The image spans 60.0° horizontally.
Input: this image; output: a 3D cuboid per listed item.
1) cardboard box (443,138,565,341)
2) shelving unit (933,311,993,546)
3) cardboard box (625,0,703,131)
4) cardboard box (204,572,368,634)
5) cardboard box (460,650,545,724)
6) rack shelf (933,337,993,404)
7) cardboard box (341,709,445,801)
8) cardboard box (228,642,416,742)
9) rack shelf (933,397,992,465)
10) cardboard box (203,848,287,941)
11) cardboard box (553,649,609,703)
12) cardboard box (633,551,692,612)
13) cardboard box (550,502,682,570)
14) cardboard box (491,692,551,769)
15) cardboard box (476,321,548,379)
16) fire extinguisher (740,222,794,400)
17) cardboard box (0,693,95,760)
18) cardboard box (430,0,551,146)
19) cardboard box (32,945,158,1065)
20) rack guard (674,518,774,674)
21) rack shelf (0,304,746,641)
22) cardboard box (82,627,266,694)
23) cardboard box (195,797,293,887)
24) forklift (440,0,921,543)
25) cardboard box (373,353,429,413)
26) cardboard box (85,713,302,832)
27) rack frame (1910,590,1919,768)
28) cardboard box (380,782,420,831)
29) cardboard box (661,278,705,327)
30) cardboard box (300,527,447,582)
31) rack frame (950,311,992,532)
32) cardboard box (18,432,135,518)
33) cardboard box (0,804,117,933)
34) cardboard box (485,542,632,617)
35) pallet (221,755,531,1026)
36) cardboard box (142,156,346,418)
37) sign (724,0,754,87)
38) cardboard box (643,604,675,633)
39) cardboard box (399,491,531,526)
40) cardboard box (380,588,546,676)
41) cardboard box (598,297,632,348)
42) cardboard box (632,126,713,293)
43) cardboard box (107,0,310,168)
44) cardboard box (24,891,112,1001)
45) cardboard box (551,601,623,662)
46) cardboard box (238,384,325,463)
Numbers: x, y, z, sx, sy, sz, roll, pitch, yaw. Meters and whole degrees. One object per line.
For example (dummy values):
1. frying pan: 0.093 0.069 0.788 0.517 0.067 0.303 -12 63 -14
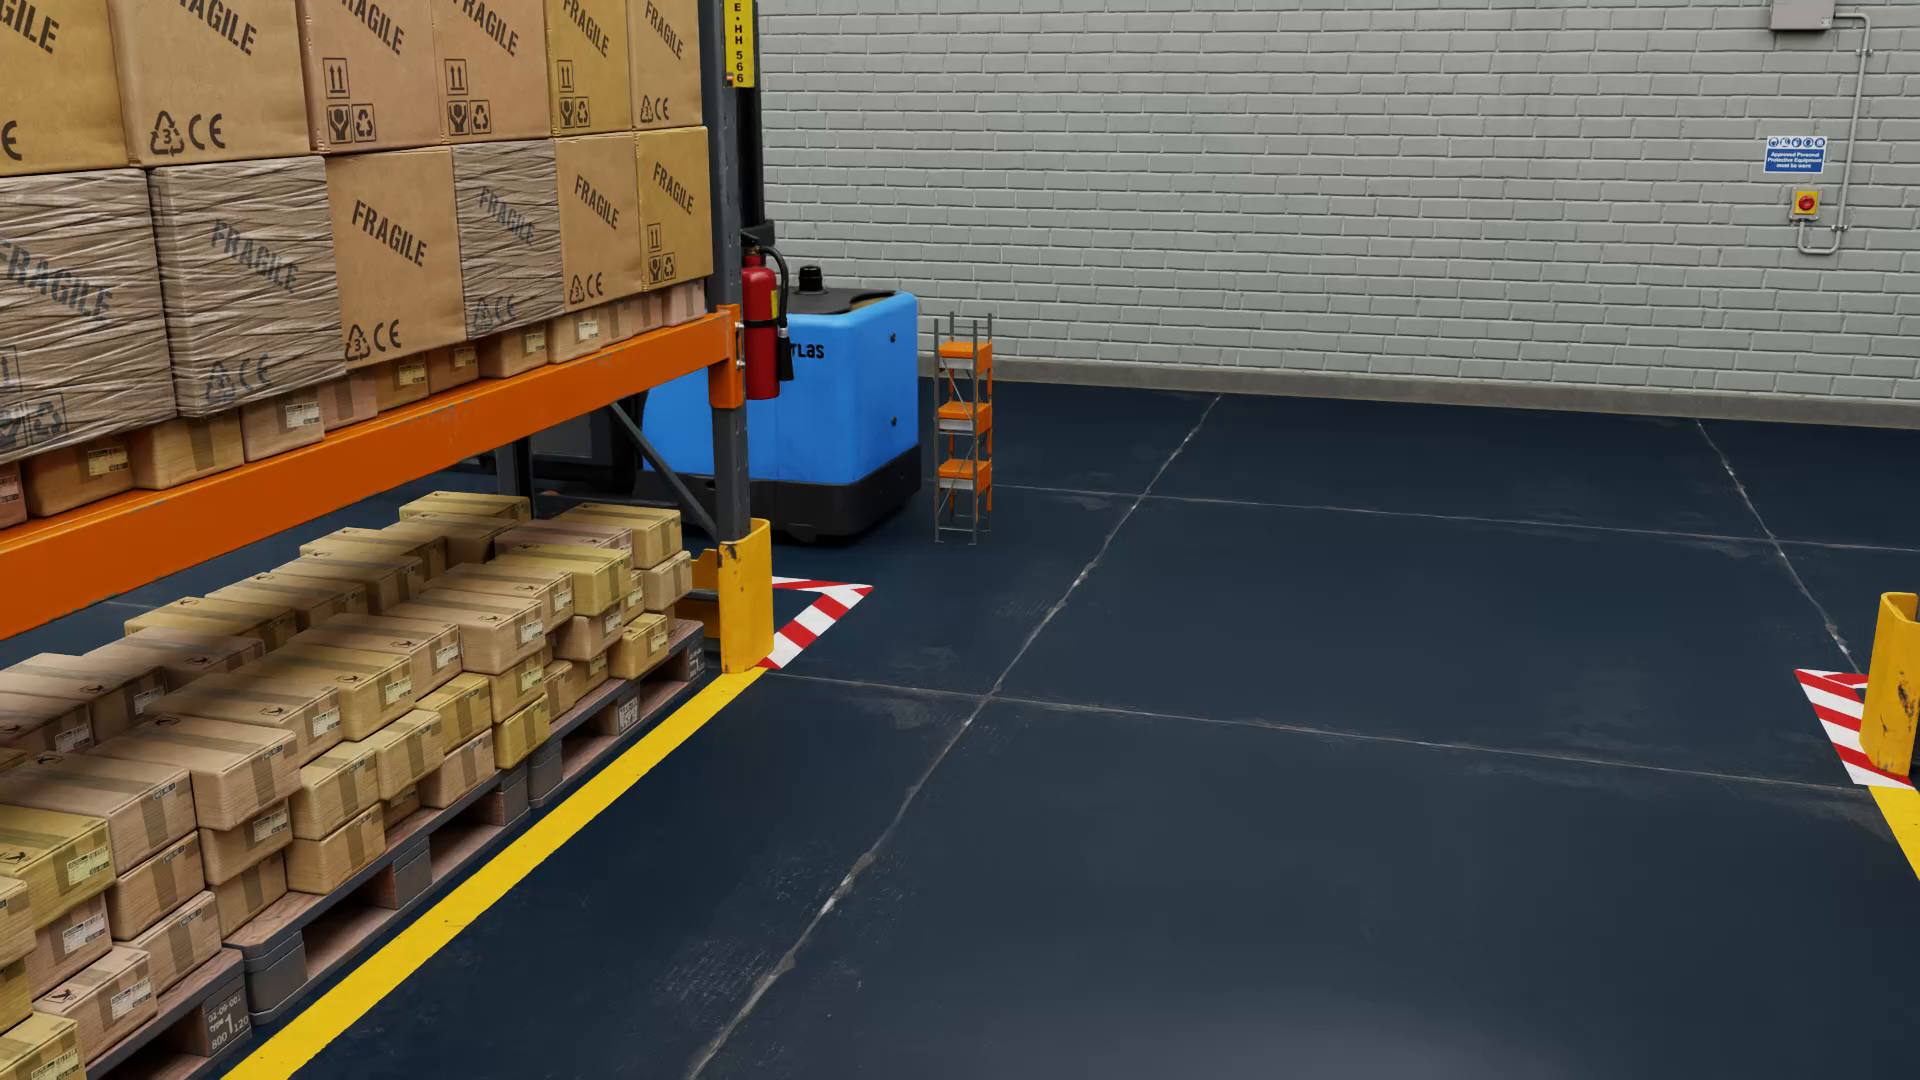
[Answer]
1. cardboard box: -1.449 -0.844 4.579 0.500 0.500 0.500 5 16 16
2. shelving unit: 0.015 -0.519 7.735 0.215 1.050 0.252 5 16 16
3. cardboard box: -1.174 -1.591 5.381 0.500 0.500 0.500 4 16 15
4. cardboard box: -1.993 0.217 4.933 0.380 0.149 0.250 5 17 18
5. cardboard box: -1.439 0.401 4.827 0.380 0.149 0.250 5 17 17
6. rack shelf: 0.015 -0.782 7.661 0.215 0.259 0.240 5 16 16
7. cardboard box: -1.582 0.541 4.334 0.380 0.149 0.250 5 17 16
8. cardboard box: -1.654 0.391 4.318 0.380 0.149 0.250 5 17 16
9. rack shelf: 0.015 -0.509 7.738 0.215 0.259 0.240 5 16 16
10. cardboard box: -1.844 0.806 3.947 0.380 0.149 0.250 4 16 13
11. cardboard box: -1.366 0.403 5.366 0.380 0.149 0.250 5 16 16
12. cardboard box: -1.159 0.129 5.788 0.380 0.149 0.250 4 16 14
13. cardboard box: -1.190 -0.016 5.755 0.380 0.149 0.250 5 17 17
14. cardboard box: -1.436 0.540 4.882 0.380 0.149 0.250 4 16 13
15. cardboard box: -1.421 -0.566 4.787 0.380 0.149 0.250 4 16 13
16. fire extinguisher: -0.768 -0.871 6.229 0.296 0.674 0.183 5 16 16
17. cardboard box: -2.332 0.483 3.993 0.380 0.149 0.250 4 16 13
18. cardboard box: -1.457 -1.322 4.432 0.500 0.500 0.500 6 17 19
19. cardboard box: -1.911 0.949 3.441 0.380 0.149 0.250 5 16 16
20. rack guard: -1.304 0.165 6.333 1.175 0.500 0.348 5 16 16
21. rack shelf: -1.851 -0.189 4.315 1.077 0.370 4.000 5 16 16
22. cardboard box: -2.092 0.355 4.445 0.380 0.149 0.250 5 16 16
23. cardboard box: -1.808 0.665 3.898 0.380 0.149 0.250 5 17 18
24. forklift: -1.773 -1.614 8.148 3.031 2.935 1.130 5 17 17
25. cardboard box: -1.614 -0.429 4.305 0.380 0.149 0.250 5 17 17
26. cardboard box: -1.760 0.530 3.828 0.380 0.149 0.250 5 17 17
27. rack frame: 3.492 -0.700 4.802 1.000 3.000 0.127 5 16 16
28. cardboard box: -1.676 0.671 4.423 0.380 0.149 0.250 5 17 17
29. cardboard box: -1.104 -0.830 5.718 0.380 0.149 0.250 5 16 16
30. cardboard box: -1.914 0.074 5.438 0.380 0.149 0.250 5 16 16
31. rack frame: 0.050 -0.551 7.848 0.200 1.050 0.008 5 16 16
32. cardboard box: -1.914 -0.157 3.346 0.380 0.149 0.250 4 16 13
33. cardboard box: -1.963 0.660 3.369 0.380 0.149 0.250 4 16 15
34. cardboard box: -1.268 0.122 5.265 0.380 0.149 0.250 4 16 15
35. pallet: -1.917 0.832 4.511 1.003 0.211 1.213 5 16 16
36. cardboard box: -1.725 -0.572 3.619 0.500 0.500 0.500 4 16 15
37. sign: -0.756 -1.719 5.691 0.100 0.325 0.005 5 16 16
38. cardboard box: -1.232 0.266 5.851 0.380 0.149 0.250 5 17 17
39. cardboard box: -1.757 -0.064 5.922 0.380 0.149 0.250 4 16 13
40. cardboard box: -1.425 0.260 4.781 0.380 0.149 0.250 5 17 18
41. cardboard box: -1.267 -0.701 5.264 0.380 0.149 0.250 4 16 15
42. cardboard box: -1.163 -1.112 5.523 0.500 0.500 0.500 5 17 17
43. cardboard box: -1.752 -1.049 3.470 0.500 0.500 0.500 5 17 17
44. cardboard box: -1.989 0.805 3.403 0.380 0.149 0.250 5 16 16
45. cardboard box: -1.305 0.265 5.308 0.380 0.149 0.250 4 16 14
46. cardboard box: -1.697 -0.288 3.806 0.380 0.149 0.250 5 17 18
